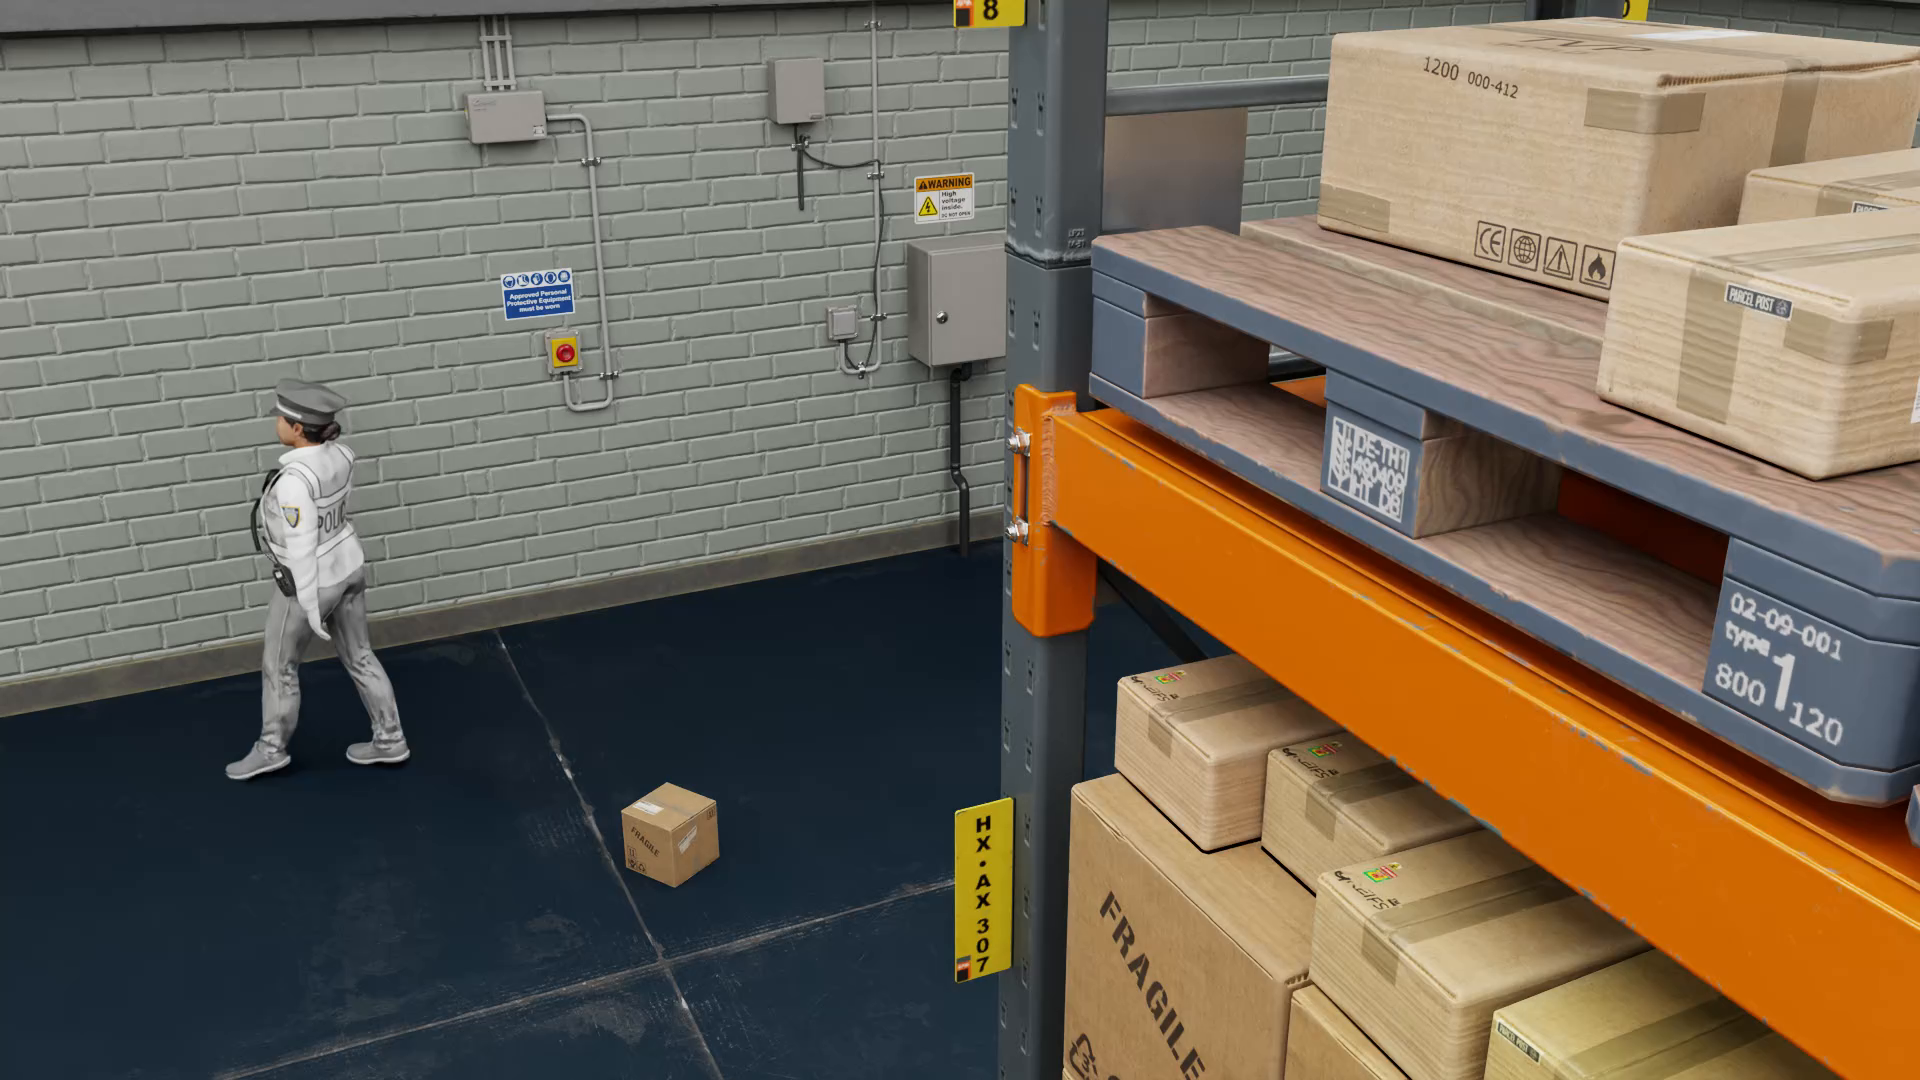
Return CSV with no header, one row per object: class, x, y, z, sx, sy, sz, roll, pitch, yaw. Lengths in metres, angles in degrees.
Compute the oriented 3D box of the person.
person,-2.658,0.175,6.661,0.709,1.659,0.498,6,23,13
